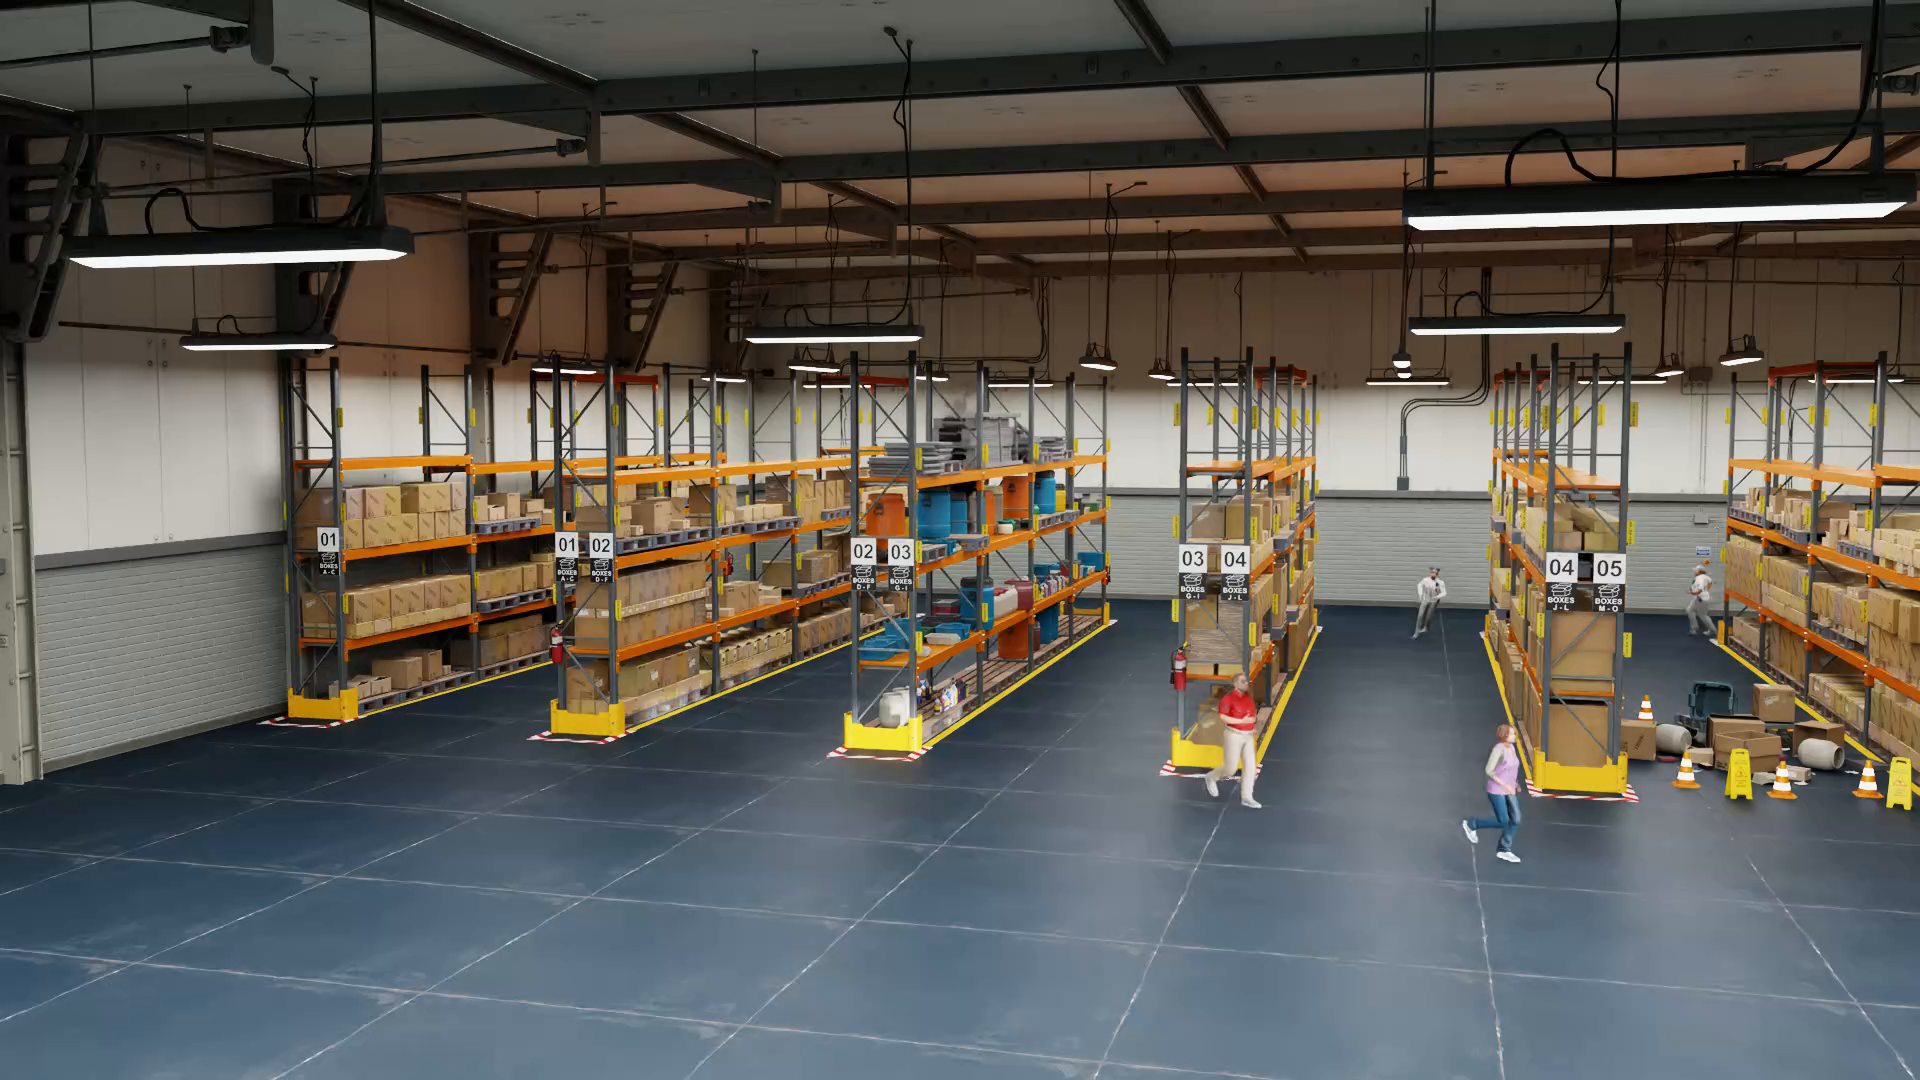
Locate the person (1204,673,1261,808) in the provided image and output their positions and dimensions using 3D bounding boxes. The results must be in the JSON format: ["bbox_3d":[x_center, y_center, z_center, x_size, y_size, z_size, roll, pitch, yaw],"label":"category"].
[{"bbox_3d":[3.570,2.561,21.467,0.669,1.702,0.897,-3,5,-35],"label":"person"}]

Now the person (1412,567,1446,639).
[{"bbox_3d":[10.719,1.419,37.873,0.690,1.641,0.865,2,5,23],"label":"person"}]

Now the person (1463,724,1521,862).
[{"bbox_3d":[6.088,2.845,18.907,0.526,1.561,0.693,-4,6,-44],"label":"person"}]

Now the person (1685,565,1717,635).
[{"bbox_3d":[16.988,1.406,38.137,0.683,1.678,0.666,2,5,23],"label":"person"}]
